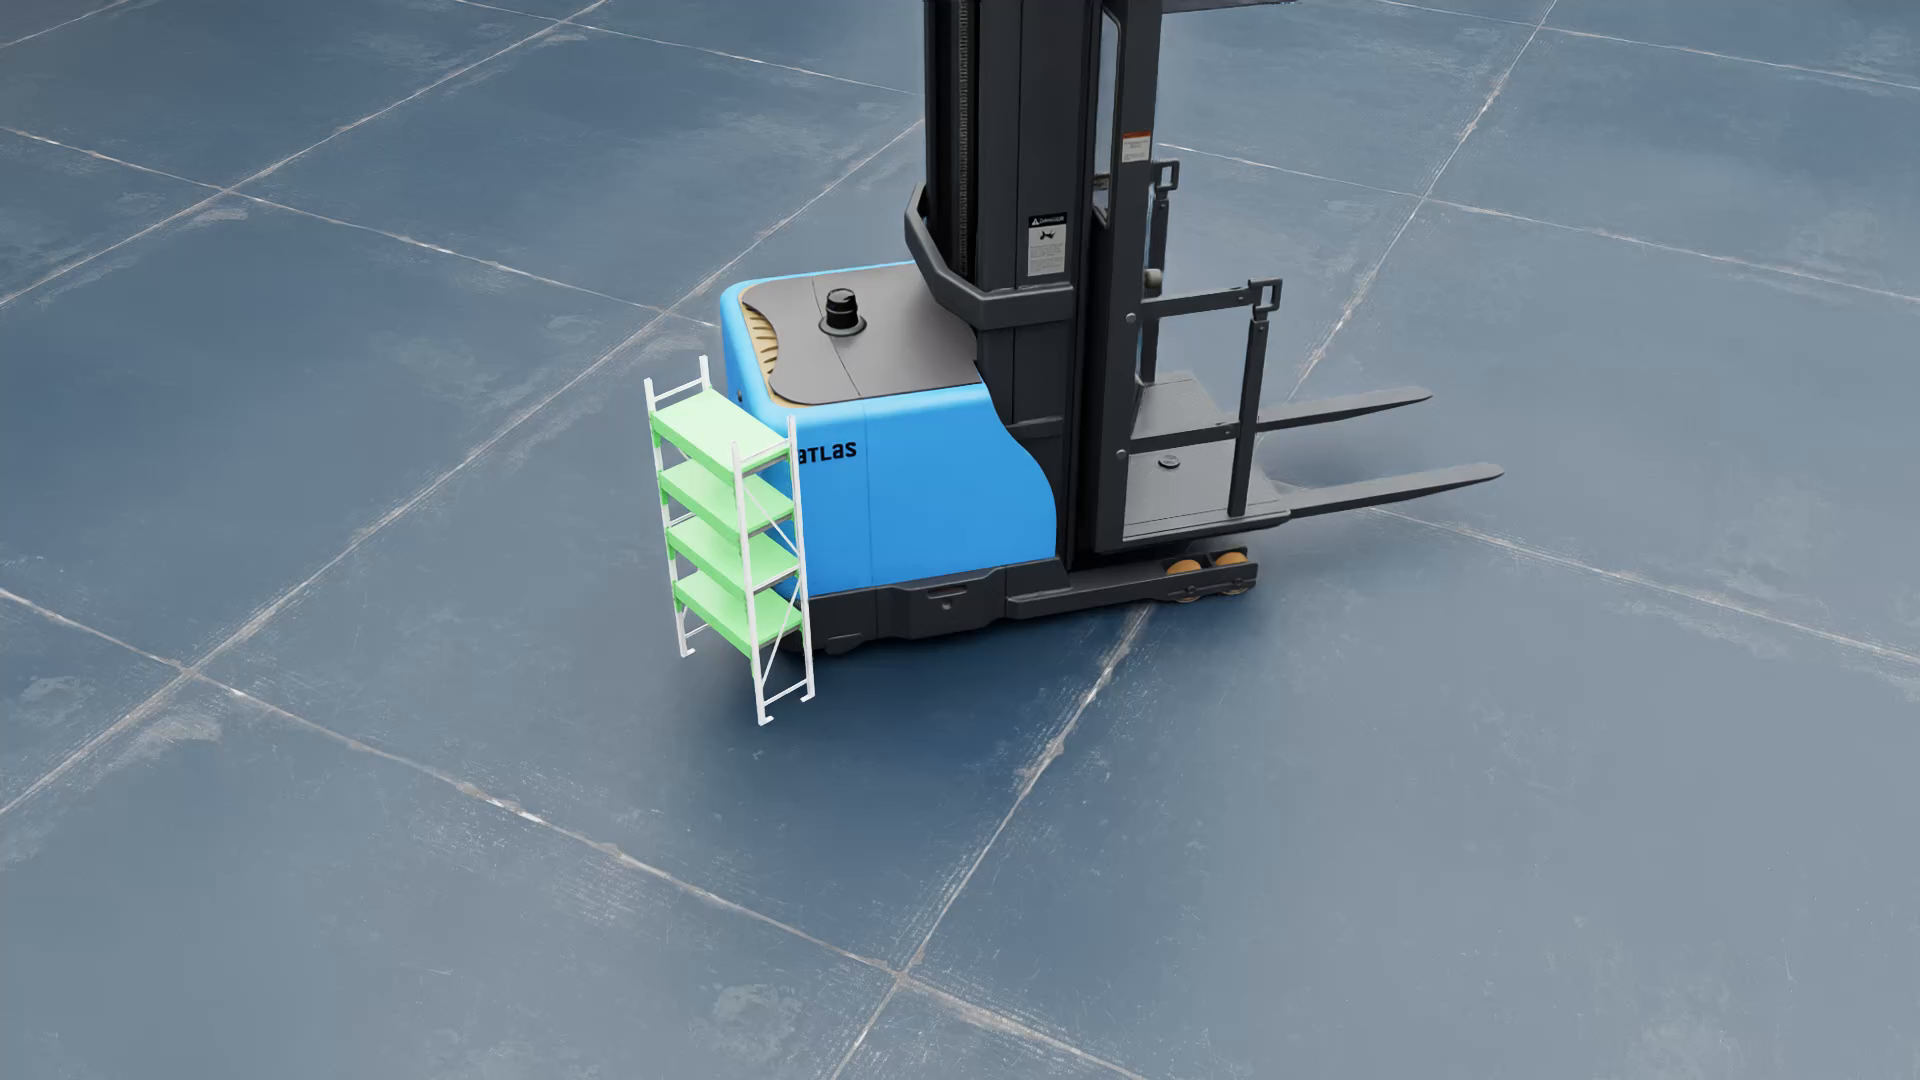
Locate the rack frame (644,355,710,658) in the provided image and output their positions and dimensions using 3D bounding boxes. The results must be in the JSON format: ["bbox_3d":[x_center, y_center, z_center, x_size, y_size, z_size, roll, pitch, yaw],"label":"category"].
[{"bbox_3d":[-0.943,-0.092,5.878,0.240,1.200,0.015,-28,45,-32],"label":"rack frame"}]

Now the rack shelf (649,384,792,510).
[{"bbox_3d":[-0.781,-0.313,5.481,0.258,0.148,0.480,-28,45,-32],"label":"rack shelf"}]

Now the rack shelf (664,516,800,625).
[{"bbox_3d":[-0.781,0.070,5.772,0.258,0.148,0.480,-28,45,-32],"label":"rack shelf"}]

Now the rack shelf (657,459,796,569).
[{"bbox_3d":[-0.781,-0.122,5.626,0.258,0.148,0.480,-28,45,-32],"label":"rack shelf"}]

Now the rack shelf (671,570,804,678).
[{"bbox_3d":[-0.781,0.261,5.917,0.258,0.148,0.480,-28,45,-32],"label":"rack shelf"}]

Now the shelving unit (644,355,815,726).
[{"bbox_3d":[-0.781,0.019,5.733,0.258,1.200,0.503,-28,45,-32],"label":"shelving unit"}]

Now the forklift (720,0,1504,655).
[{"bbox_3d":[0.660,-1.225,5.940,3.031,2.935,1.130,-9,38,-12],"label":"forklift"}]

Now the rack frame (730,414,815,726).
[{"bbox_3d":[-0.619,0.129,5.588,0.240,1.200,0.015,-28,45,-32],"label":"rack frame"}]
